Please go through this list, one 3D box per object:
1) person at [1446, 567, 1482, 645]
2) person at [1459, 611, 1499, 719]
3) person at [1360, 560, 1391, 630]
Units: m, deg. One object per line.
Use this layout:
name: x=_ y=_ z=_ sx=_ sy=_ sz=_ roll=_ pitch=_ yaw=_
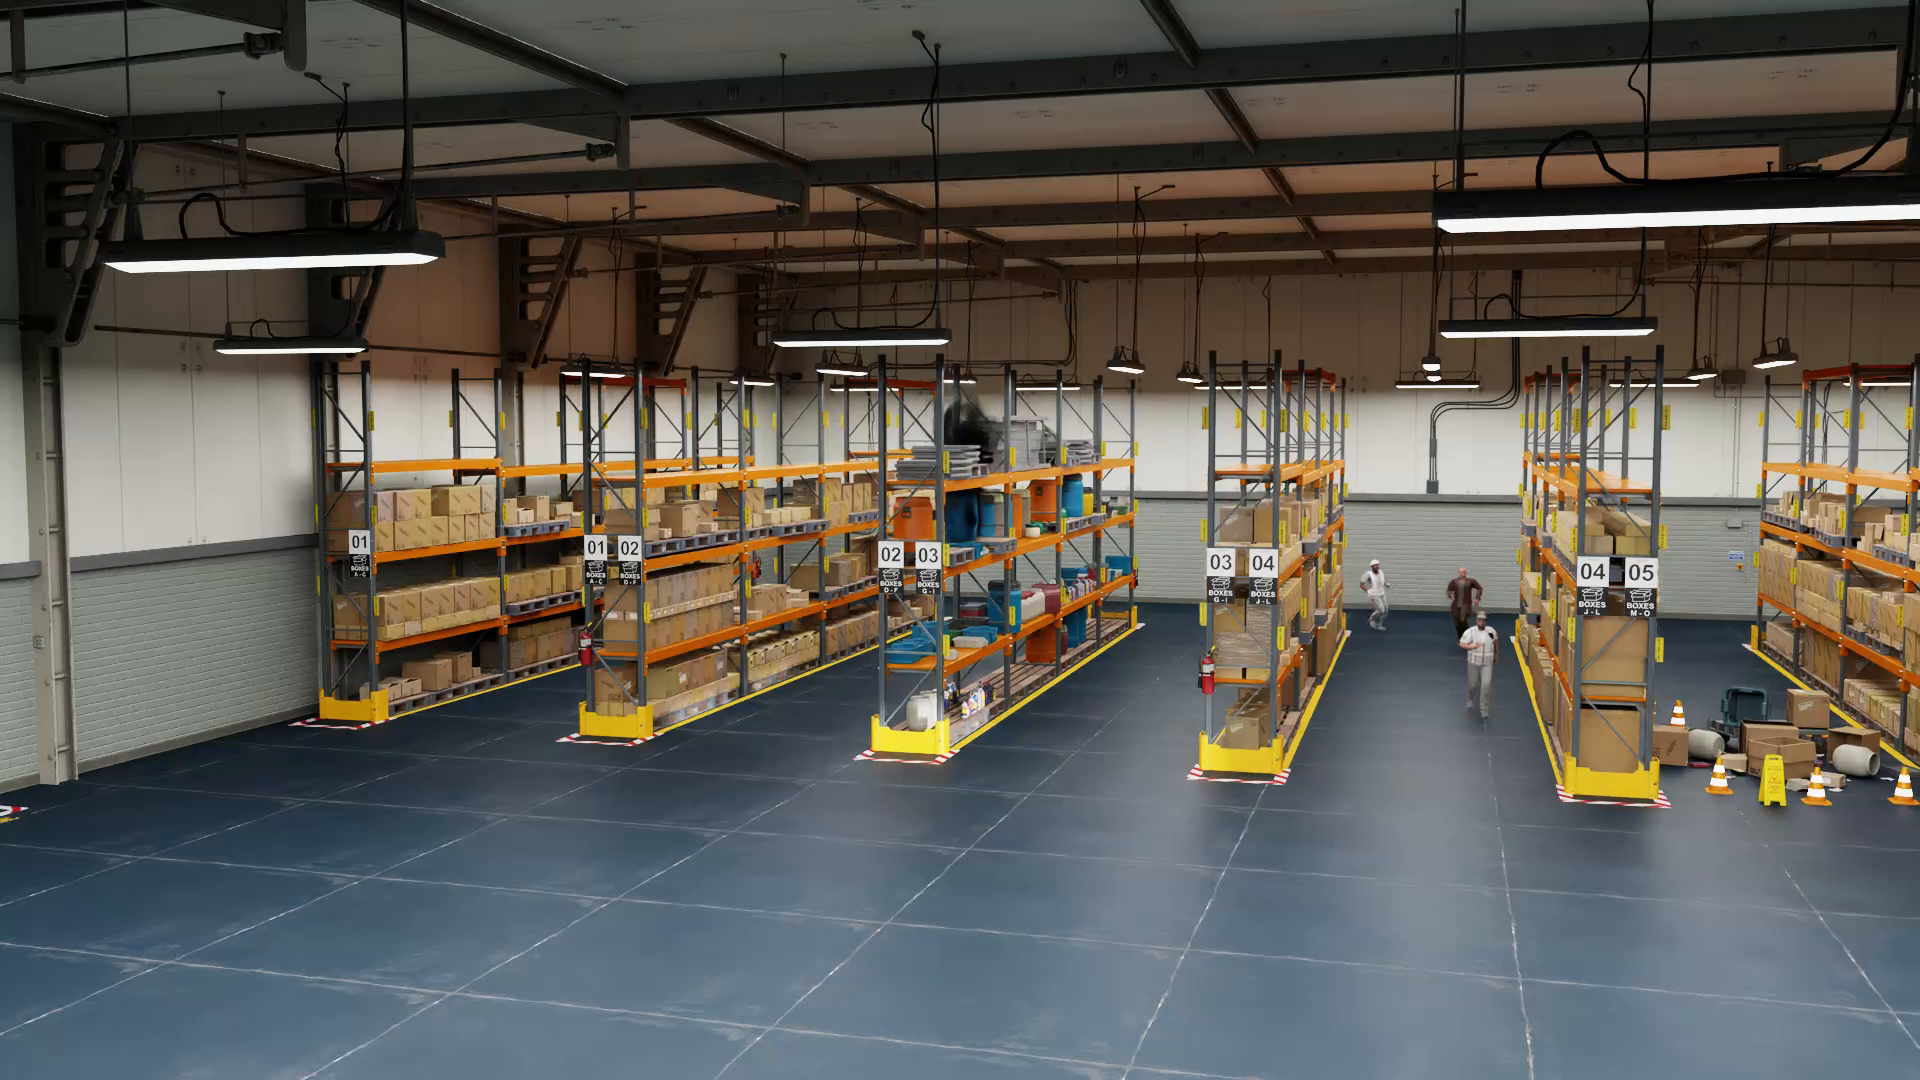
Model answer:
person: x=11.150 y=1.498 z=36.911 sx=0.733 sy=1.797 sz=0.743 roll=3 pitch=5 yaw=32
person: x=8.817 y=2.075 z=28.212 sx=0.695 sy=1.771 sz=0.958 roll=0 pitch=4 yaw=6
person: x=9.957 y=1.315 z=39.657 sx=0.681 sy=1.706 sz=0.556 roll=-3 pitch=5 yaw=-34
